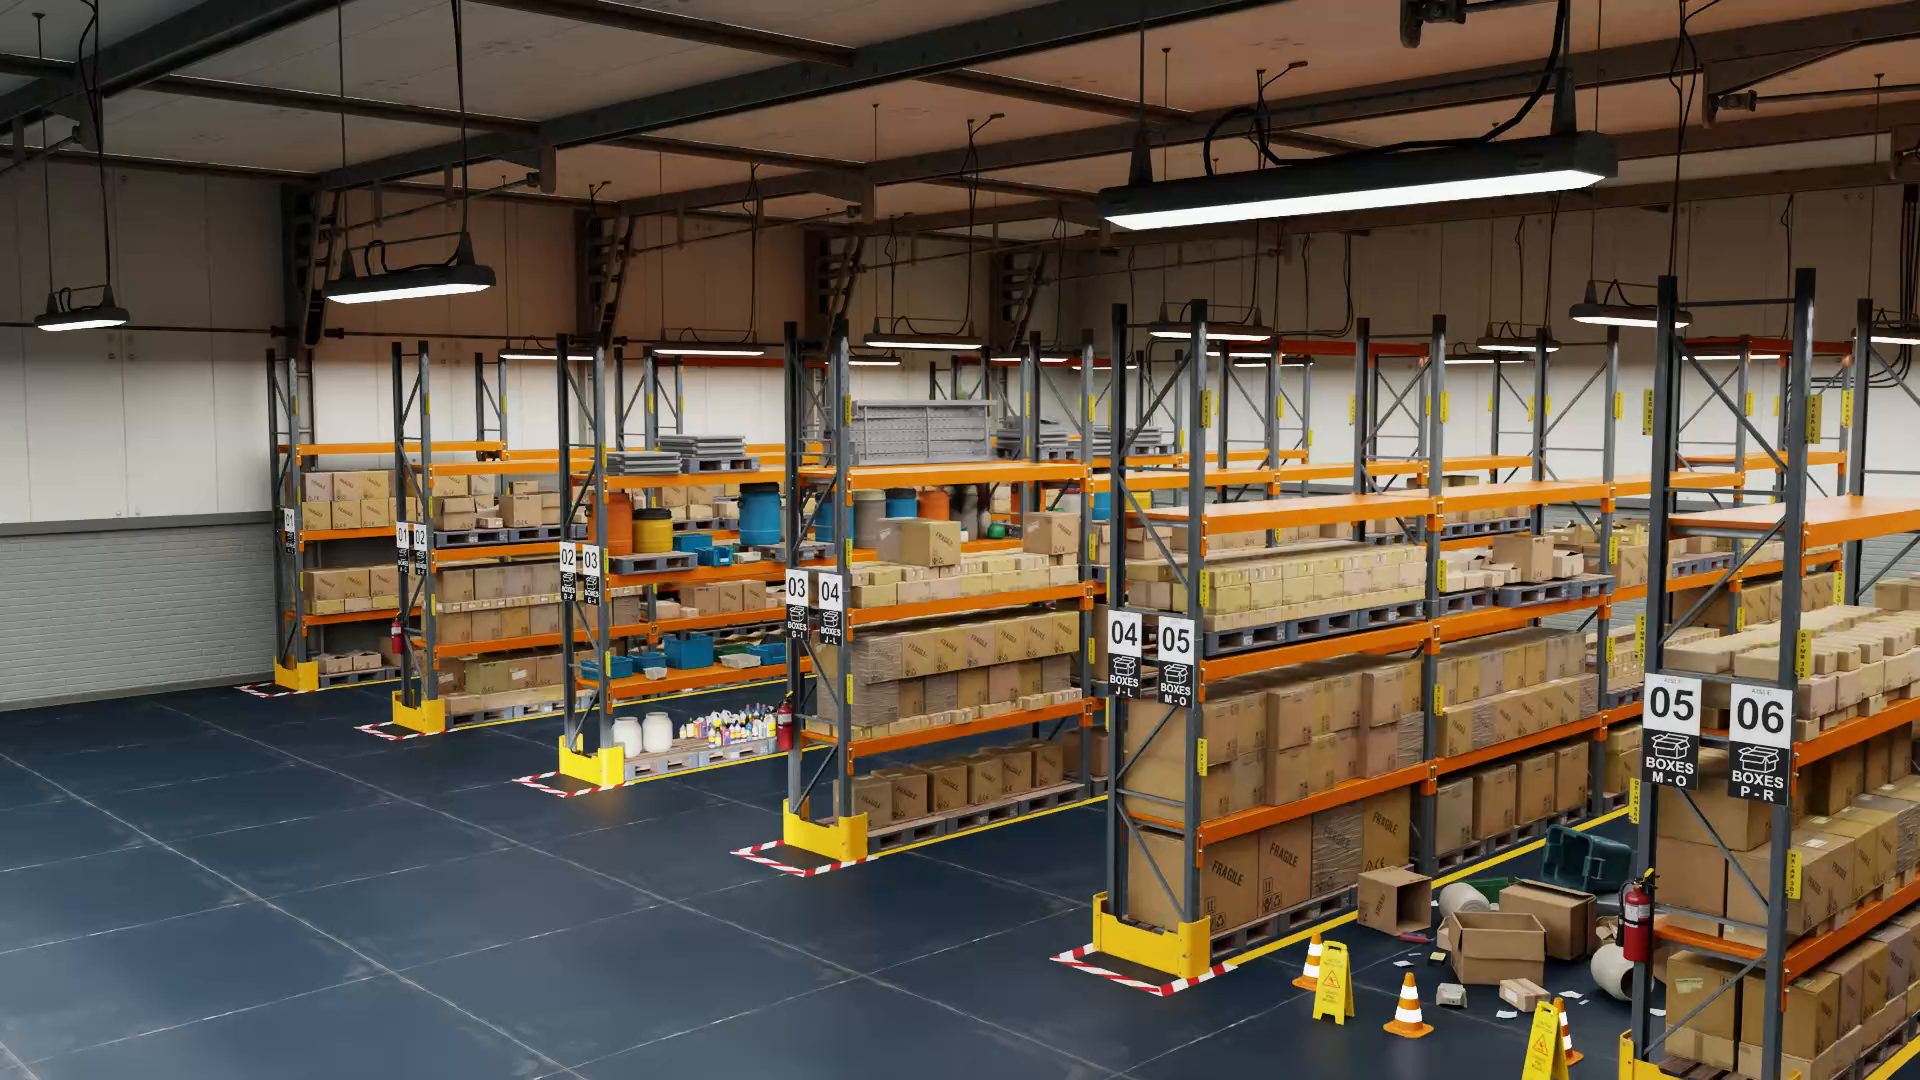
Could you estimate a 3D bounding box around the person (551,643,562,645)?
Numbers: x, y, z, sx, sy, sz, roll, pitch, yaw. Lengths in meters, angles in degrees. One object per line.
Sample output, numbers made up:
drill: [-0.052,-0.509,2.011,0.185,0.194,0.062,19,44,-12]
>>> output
person: [-7.026,1.808,29.390,0.617,1.671,0.661,4,6,39]
